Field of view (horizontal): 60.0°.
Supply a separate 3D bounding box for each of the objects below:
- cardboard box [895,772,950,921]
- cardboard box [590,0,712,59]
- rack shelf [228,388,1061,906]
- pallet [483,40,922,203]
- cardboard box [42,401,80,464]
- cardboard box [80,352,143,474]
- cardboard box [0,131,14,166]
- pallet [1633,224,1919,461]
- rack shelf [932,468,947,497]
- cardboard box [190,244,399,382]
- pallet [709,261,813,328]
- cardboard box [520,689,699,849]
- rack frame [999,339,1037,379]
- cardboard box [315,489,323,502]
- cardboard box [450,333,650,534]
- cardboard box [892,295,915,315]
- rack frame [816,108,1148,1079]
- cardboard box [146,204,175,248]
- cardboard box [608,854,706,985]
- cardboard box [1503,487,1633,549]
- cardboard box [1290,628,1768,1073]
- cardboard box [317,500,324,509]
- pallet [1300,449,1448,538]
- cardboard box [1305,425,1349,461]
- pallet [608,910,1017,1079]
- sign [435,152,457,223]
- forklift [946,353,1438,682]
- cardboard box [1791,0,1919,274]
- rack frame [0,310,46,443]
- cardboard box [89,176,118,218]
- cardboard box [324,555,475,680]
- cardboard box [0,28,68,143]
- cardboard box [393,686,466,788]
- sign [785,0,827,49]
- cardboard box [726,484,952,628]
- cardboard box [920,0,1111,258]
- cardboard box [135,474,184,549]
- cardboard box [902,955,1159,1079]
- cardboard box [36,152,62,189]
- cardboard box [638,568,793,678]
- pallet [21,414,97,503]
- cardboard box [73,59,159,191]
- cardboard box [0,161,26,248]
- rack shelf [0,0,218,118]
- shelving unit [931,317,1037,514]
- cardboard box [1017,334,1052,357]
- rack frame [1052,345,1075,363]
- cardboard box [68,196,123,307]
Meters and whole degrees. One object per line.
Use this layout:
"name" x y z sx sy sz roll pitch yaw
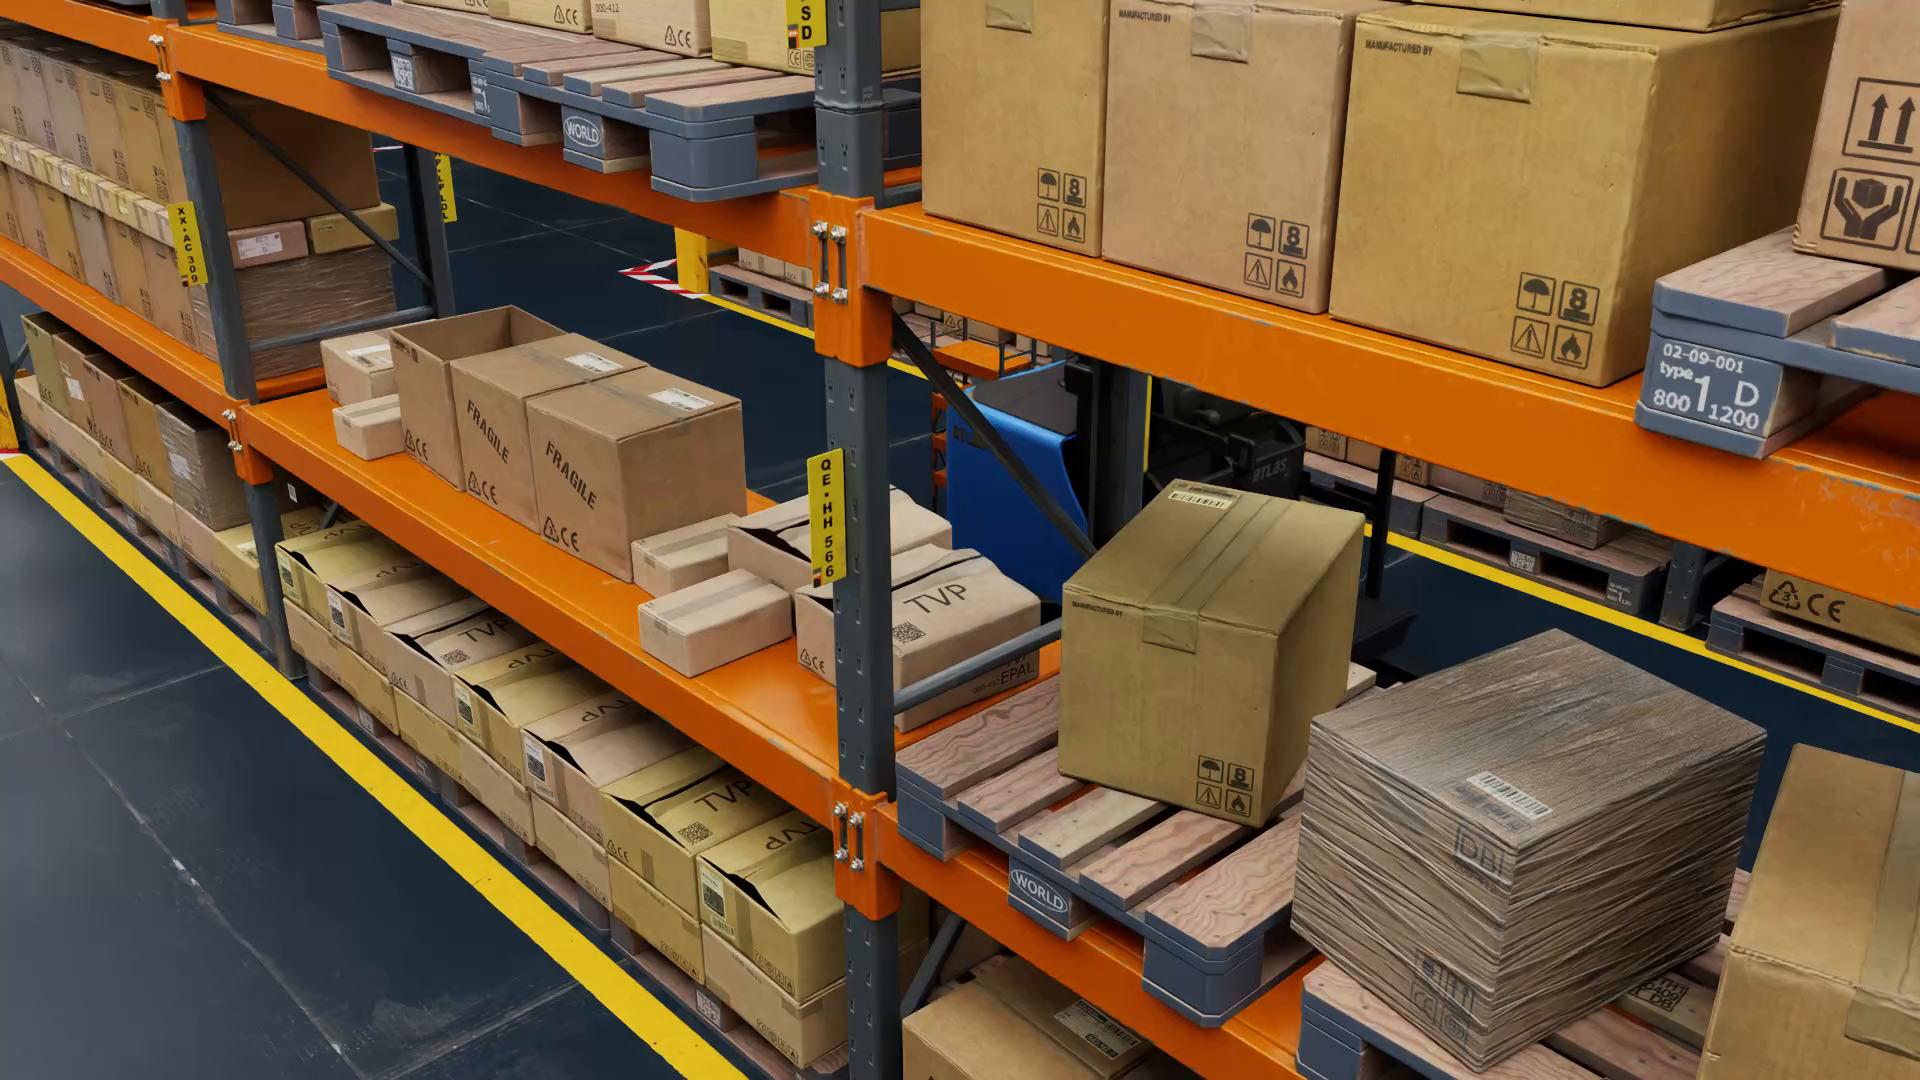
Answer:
"cardboard box" -0.047 0.883 5.332 0.500 0.311 0.500 -20 31 -37
"cardboard box" -0.626 -1.443 4.359 0.500 0.250 0.500 -20 31 -37
"rack shelf" -1.271 0.041 5.912 1.077 0.370 4.000 -21 32 -38
"pallet" -0.433 -1.139 4.246 1.213 0.211 1.003 -19 31 -36
"cardboard box" -4.823 -0.668 9.407 0.500 0.250 0.500 -21 32 -38
"cardboard box" -4.144 -0.704 8.583 0.500 0.500 0.500 -21 32 -38
"cardboard box" -4.909 -2.109 8.857 0.380 0.149 0.250 -21 32 -38
"pallet" 1.725 -0.278 2.358 1.213 0.211 1.003 -21 32 -38
"rack shelf" 0.113 -0.254 8.501 0.258 0.148 0.480 -21 32 -38
"cardboard box" -2.946 -1.070 7.361 0.700 0.500 0.500 -22 33 -40
"pallet" -1.177 -1.962 12.797 1.003 0.211 1.213 -21 32 -38
"cardboard box" -1.145 0.727 5.674 0.500 0.311 0.500 -21 32 -39
"rack frame" 0.280 -0.422 8.229 0.240 1.200 0.015 -21 32 -38
"cardboard box" -3.074 -0.552 8.249 0.500 0.500 0.500 -21 32 -38
"cardboard box" -1.422 -0.389 5.868 0.500 0.500 0.500 -21 32 -38
"cardboard box" -0.497 -1.929 11.845 0.500 0.500 0.700 21 32 39
"rack frame" 0.096 0.320 4.435 1.000 3.000 0.127 -21 32 -38
"cardboard box" -3.328 -1.408 7.321 0.380 0.149 0.250 -22 33 -40
"cardboard box" -0.796 1.135 5.456 0.500 0.250 0.500 -22 32 -39
"cardboard box" 3.179 -0.353 8.391 0.700 0.500 0.500 -21 32 -38
"cardboard box" 1.095 0.574 3.252 0.700 0.500 0.500 -15 28 -29
"cardboard box" -3.071 -0.211 8.406 0.500 0.250 0.500 -21 32 -38
"pallet" 2.347 -0.424 9.426 1.003 0.211 1.213 -21 32 -38
"cardboard box" 2.200 -0.835 9.447 0.700 0.500 0.500 -21 32 -38
"pallet" -0.438 1.328 5.584 1.003 0.211 1.213 -21 32 -38
"sign" -2.248 -1.540 7.211 0.100 0.325 0.005 -21 32 -38
"forklift" 1.270 -0.701 6.755 1.130 2.935 3.031 -20 31 -37
"cardboard box" 1.626 -0.692 2.291 0.600 0.600 0.600 22 33 40
"rack frame" -5.372 -2.104 9.747 1.000 3.000 0.127 -21 32 -38
"cardboard box" -3.847 -1.639 7.827 0.380 0.149 0.250 -20 31 -37
"cardboard box" -2.199 0.262 6.693 0.500 0.311 0.500 -22 32 -39
"cardboard box" -4.662 -2.421 8.758 0.700 0.500 0.500 -22 33 -40
"cardboard box" -1.838 0.672 6.470 0.500 0.250 0.500 -22 33 -40
"sign" -0.315 -1.161 3.349 0.100 0.325 0.005 -21 32 -38
"cardboard box" -0.374 0.035 5.167 0.500 0.311 0.500 -22 32 -39
"cardboard box" 0.419 -0.968 3.522 0.910 0.500 0.500 -21 32 -38
"cardboard box" -3.801 -0.212 8.408 0.500 0.250 0.500 -21 32 -38
"cardboard box" 0.199 1.476 4.382 0.500 0.500 0.500 -20 31 -36
"cardboard box" -4.379 -1.875 8.343 0.380 0.149 0.250 -22 32 -39
"cardboard box" -0.720 0.240 4.912 0.380 0.149 0.250 -21 32 -38
"pallet" -4.818 -0.615 9.844 1.003 0.211 1.213 -21 32 -38
"cardboard box" -3.634 -1.965 7.760 0.700 0.500 0.500 -21 32 -38
"cardboard box" -5.062 -2.004 9.409 0.700 0.500 0.500 -21 32 -38
"rack shelf" -4.005 -2.535 7.946 1.077 0.370 4.000 -21 32 -38
"shelving unit" 0.113 -0.496 8.391 0.258 1.200 0.503 -21 32 -38
"cardboard box" 0.588 -1.363 11.007 0.250 0.166 0.380 19 31 35
"rack frame" 0.976 -2.298 10.174 1.000 3.000 0.127 -21 32 -38
"cardboard box" -4.002 -1.536 8.382 0.700 0.500 0.500 -20 31 -37
